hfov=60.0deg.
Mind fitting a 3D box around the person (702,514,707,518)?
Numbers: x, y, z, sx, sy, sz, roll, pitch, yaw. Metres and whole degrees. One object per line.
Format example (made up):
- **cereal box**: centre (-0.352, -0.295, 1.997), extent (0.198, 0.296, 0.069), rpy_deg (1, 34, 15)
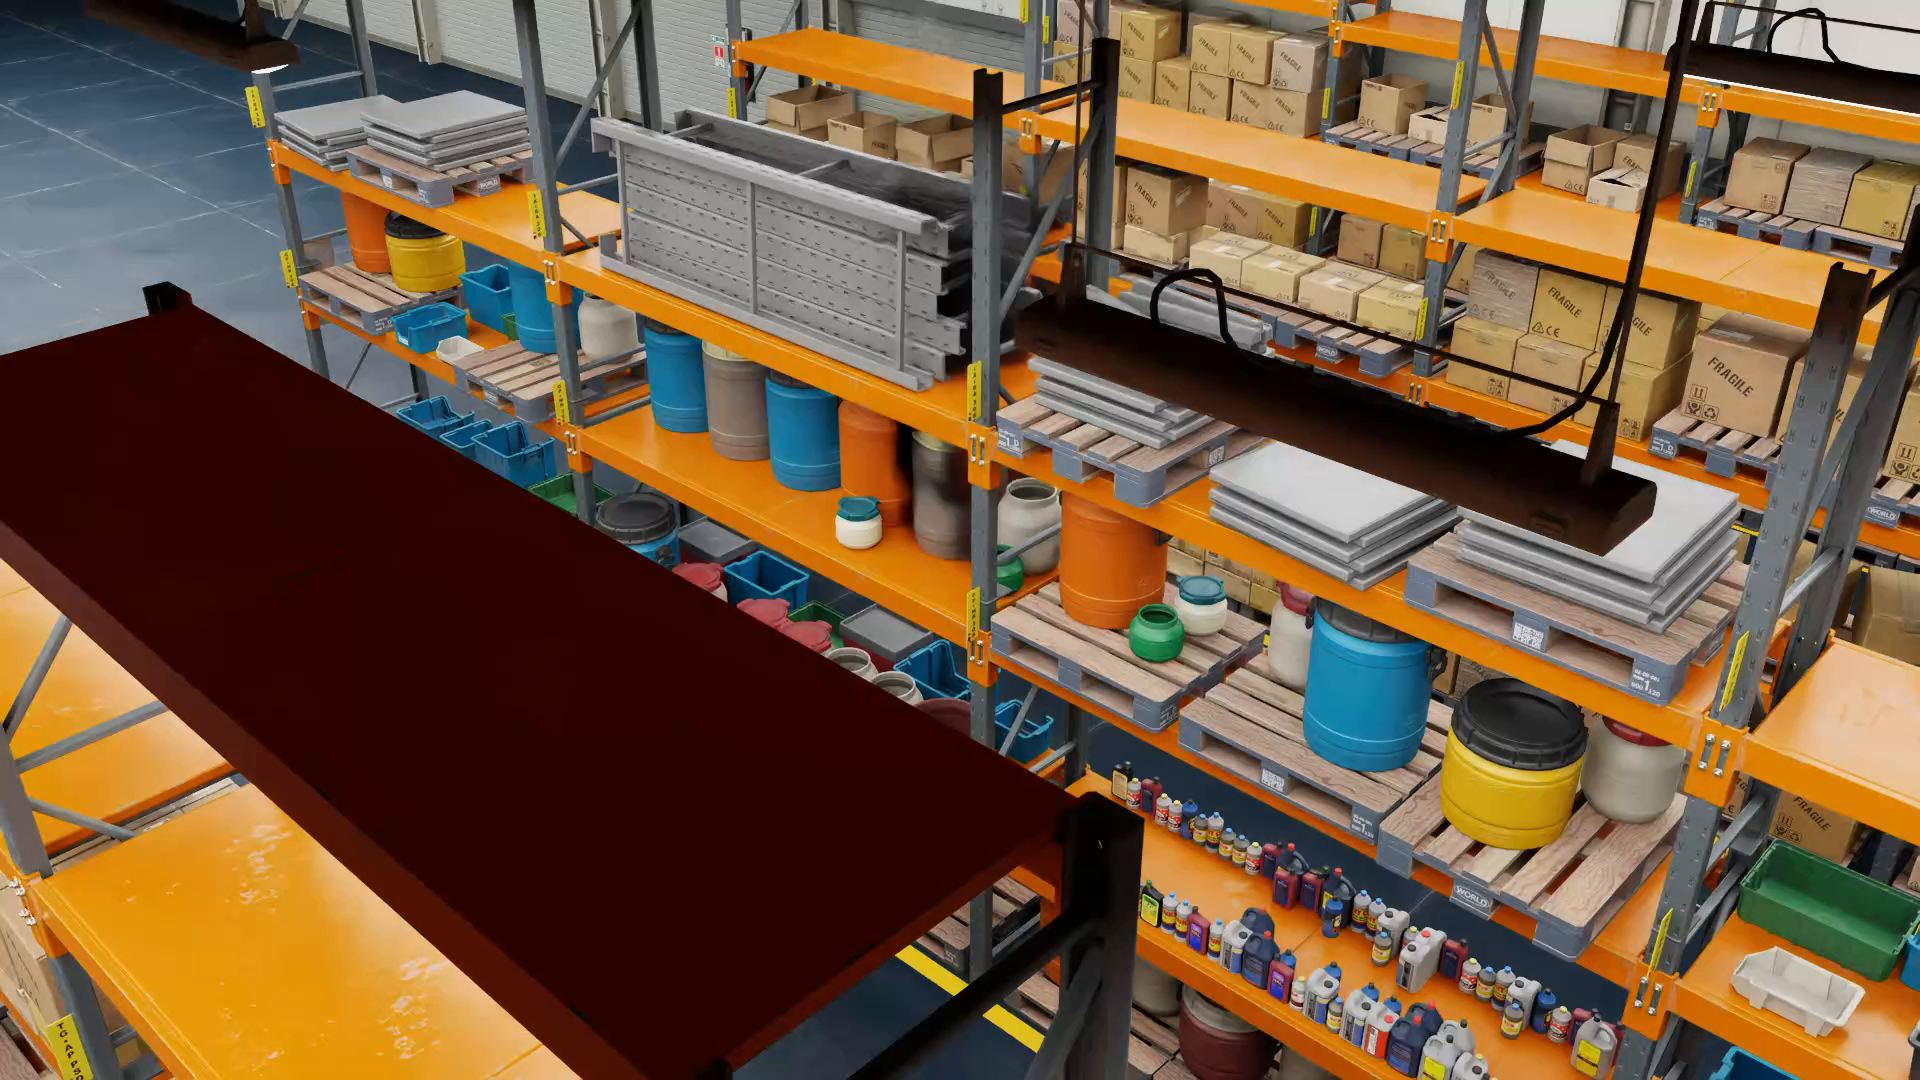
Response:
- **person**: centre (-2.120, -0.490, 15.400), extent (0.578, 1.691, 0.670), rpy_deg (17, 33, 27)
